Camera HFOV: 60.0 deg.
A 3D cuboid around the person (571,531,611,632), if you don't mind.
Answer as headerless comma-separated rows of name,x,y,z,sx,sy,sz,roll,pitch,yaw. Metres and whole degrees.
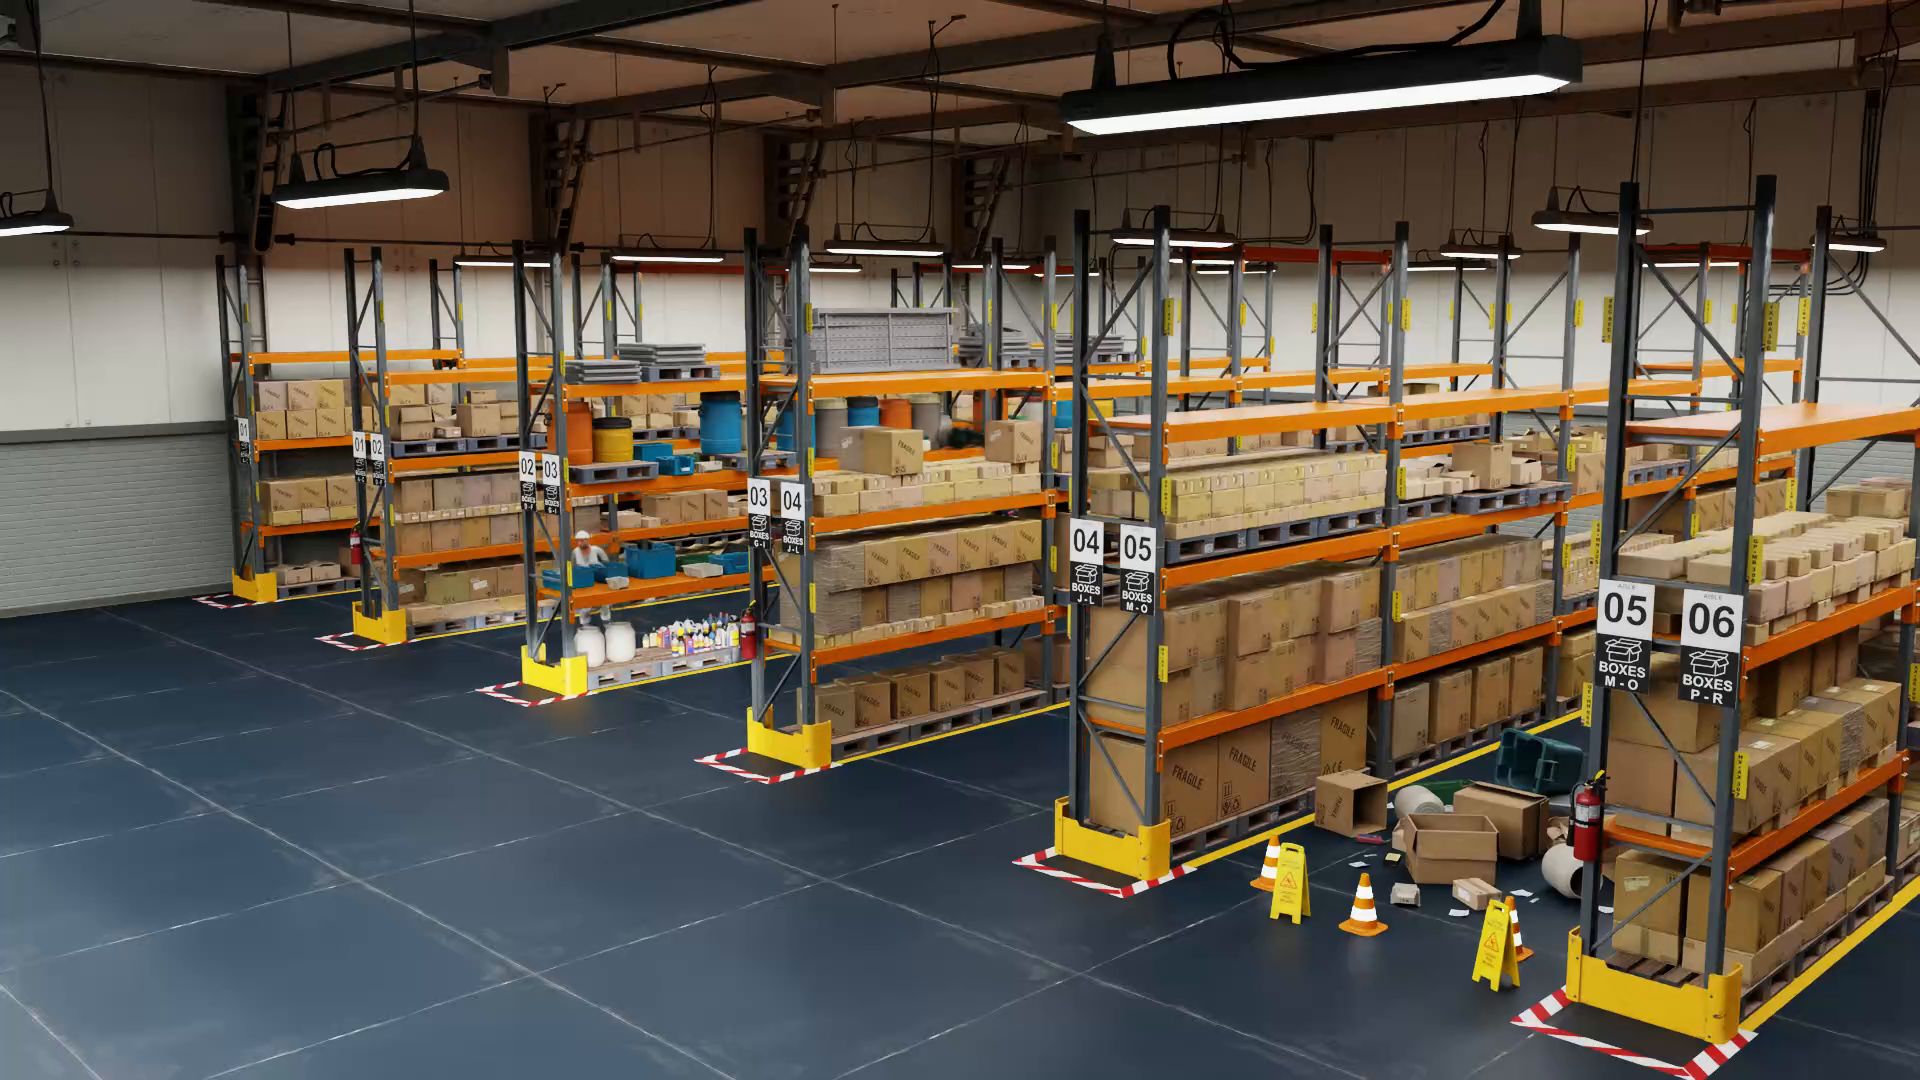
person,-5.699,0.689,25.793,0.688,1.716,0.789,-2,8,-14
